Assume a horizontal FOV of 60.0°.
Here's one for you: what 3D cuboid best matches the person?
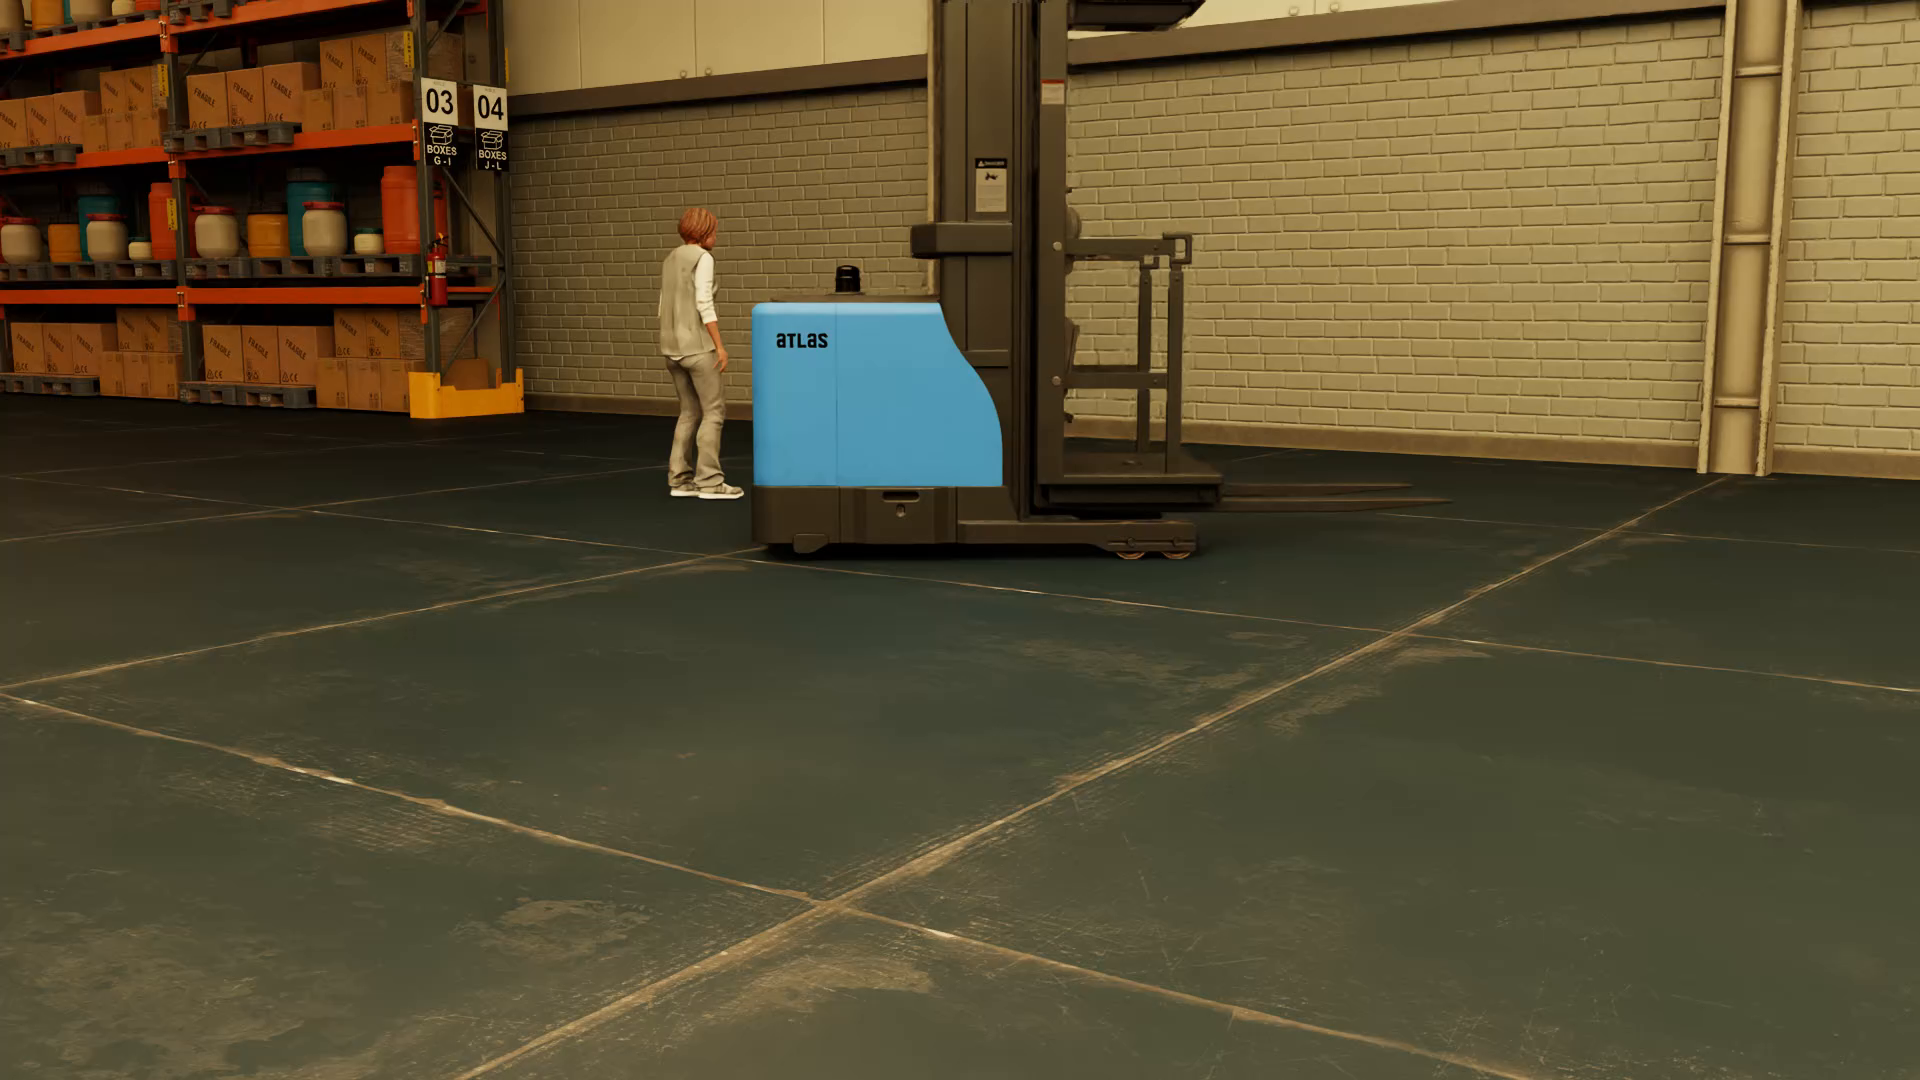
[{"bbox_3d":[-1.449,-1.021,9.143,0.363,1.590,0.505,-7,11,-42],"label":"person"}]

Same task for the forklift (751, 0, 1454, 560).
[{"bbox_3d":[0.622,-1.442,7.330,3.031,2.935,1.130,0,8,-1],"label":"forklift"}]
